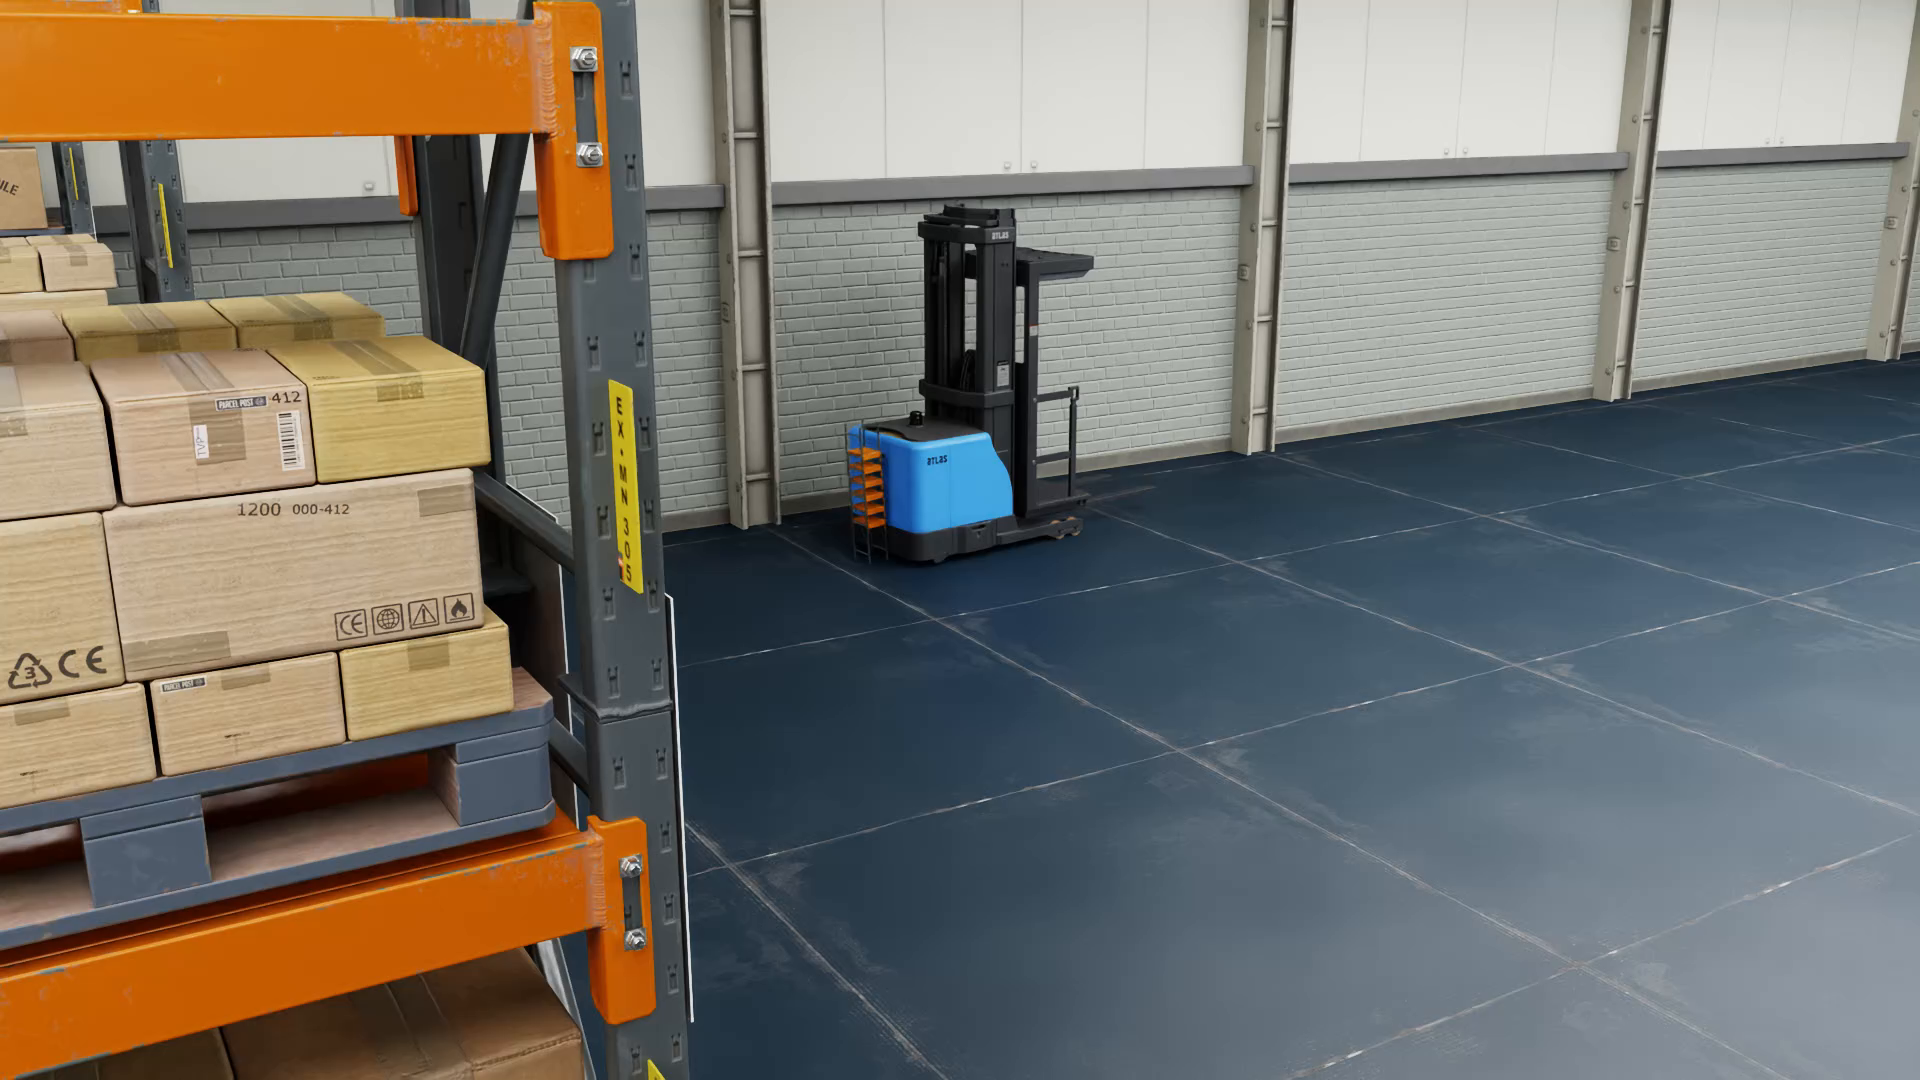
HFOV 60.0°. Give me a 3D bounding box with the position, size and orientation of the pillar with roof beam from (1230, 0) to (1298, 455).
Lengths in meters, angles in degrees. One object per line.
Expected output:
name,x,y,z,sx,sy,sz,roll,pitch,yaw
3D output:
pillar with roof beam,5.456,-4.330,13.683,0.400,9.000,9.100,-9,18,-30

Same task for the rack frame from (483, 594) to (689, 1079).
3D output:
rack frame,-0.791,1.622,3.566,0.127,3.000,1.000,-9,18,-30

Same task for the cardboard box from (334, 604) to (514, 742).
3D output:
cardboard box,-0.901,0.173,2.680,0.250,0.149,0.380,-9,18,-30

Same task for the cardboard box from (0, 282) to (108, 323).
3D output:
cardboard box,-3.726,-0.891,6.701,0.500,0.250,0.500,-9,18,-30

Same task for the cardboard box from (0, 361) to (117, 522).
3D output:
cardboard box,-1.339,-0.140,2.321,0.250,0.149,0.380,-9,18,-29

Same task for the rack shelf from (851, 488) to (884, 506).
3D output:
rack shelf,-0.793,-0.366,14.136,0.180,0.103,0.258,-17,22,-35

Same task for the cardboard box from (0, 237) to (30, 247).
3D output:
cardboard box,-4.044,-1.176,6.977,0.250,0.149,0.380,-9,18,-30

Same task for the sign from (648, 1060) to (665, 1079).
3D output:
sign,-0.523,1.078,2.923,0.005,0.325,0.100,-9,18,-30

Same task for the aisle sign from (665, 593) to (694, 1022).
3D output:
aisle sign,-0.575,0.430,3.003,0.004,0.787,0.394,-9,18,-30

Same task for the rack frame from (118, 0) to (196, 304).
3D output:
rack frame,-3.427,-2.398,6.792,0.127,3.000,1.000,-9,18,-30

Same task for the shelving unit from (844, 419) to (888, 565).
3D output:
shelving unit,-0.795,-0.408,14.122,0.189,1.200,0.258,-17,22,-35

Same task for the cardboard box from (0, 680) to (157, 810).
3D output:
cardboard box,-1.337,0.244,2.428,0.250,0.149,0.380,-9,18,-29

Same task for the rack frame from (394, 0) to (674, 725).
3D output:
rack frame,-0.791,-1.267,2.756,0.127,3.000,1.000,-9,18,-30

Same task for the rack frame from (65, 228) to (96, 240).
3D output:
rack frame,-5.986,-0.657,11.697,0.127,3.000,1.000,-9,18,-30

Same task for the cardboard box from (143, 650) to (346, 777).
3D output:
cardboard box,-1.118,0.208,2.556,0.250,0.149,0.380,-9,18,-29

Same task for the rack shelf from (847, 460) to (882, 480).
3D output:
rack shelf,-0.806,-0.594,14.062,0.180,0.103,0.258,-17,22,-35

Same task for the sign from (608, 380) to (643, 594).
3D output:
sign,-0.523,-0.083,2.598,0.005,0.325,0.100,-9,18,-30

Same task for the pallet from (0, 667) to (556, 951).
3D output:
pallet,-1.421,0.326,2.797,1.213,0.211,1.003,-9,18,-30

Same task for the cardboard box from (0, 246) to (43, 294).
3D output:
cardboard box,-3.805,-1.074,6.616,0.250,0.149,0.380,-9,18,-29

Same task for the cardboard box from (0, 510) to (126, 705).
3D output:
cardboard box,-1.496,0.058,2.350,0.500,0.250,0.500,-9,18,-30

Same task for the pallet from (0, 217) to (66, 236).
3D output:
pallet,-6.606,-1.967,10.975,1.213,0.211,1.003,-9,18,-30

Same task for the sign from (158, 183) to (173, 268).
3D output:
sign,-3.158,-1.249,6.609,0.005,0.325,0.100,-9,18,-30

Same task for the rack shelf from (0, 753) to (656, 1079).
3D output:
rack shelf,-2.505,0.802,2.267,4.000,0.370,1.077,-9,18,-30

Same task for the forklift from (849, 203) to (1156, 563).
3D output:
forklift,0.490,-1.518,14.894,3.031,2.935,1.130,-12,20,-37

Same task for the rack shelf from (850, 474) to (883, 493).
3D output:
rack shelf,-0.800,-0.480,14.099,0.180,0.103,0.258,-17,22,-35

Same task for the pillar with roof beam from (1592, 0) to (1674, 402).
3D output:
pillar with roof beam,10.599,-5.164,16.658,0.400,9.000,9.100,-9,18,-30

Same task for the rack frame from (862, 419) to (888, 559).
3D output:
rack frame,-0.724,-0.429,14.175,0.006,1.200,0.240,-17,22,-35

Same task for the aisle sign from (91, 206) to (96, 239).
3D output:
aisle sign,-5.779,-1.850,11.136,0.004,0.787,0.394,-9,18,-30

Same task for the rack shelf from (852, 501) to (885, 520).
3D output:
rack shelf,-0.787,-0.252,14.173,0.180,0.103,0.258,-17,22,-35

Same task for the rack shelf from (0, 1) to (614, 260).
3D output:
rack shelf,-2.505,-0.450,1.916,4.000,0.370,1.077,-9,18,-30

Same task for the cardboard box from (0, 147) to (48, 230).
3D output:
cardboard box,-6.240,-2.282,10.788,0.500,0.500,0.500,-9,18,-28

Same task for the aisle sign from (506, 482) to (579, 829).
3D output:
aisle sign,-0.884,0.291,3.498,0.004,0.787,0.394,-9,18,-30

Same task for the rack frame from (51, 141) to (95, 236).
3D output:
rack frame,-5.986,-3.546,10.887,0.127,3.000,1.000,-9,18,-30

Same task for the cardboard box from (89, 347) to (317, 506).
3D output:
cardboard box,-1.119,-0.176,2.448,0.250,0.149,0.380,-9,18,-29

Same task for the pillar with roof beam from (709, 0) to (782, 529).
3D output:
pillar with roof beam,0.313,-3.496,10.708,0.400,9.000,9.100,-9,18,-30

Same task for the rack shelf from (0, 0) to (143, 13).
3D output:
rack shelf,-5.141,-1.772,5.898,4.000,0.370,1.077,-9,18,-30

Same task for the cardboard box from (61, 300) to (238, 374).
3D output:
cardboard box,-1.456,-0.328,2.991,0.250,0.149,0.380,-9,18,-29

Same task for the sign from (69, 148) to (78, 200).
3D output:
sign,-5.719,-2.362,10.728,0.005,0.325,0.100,-9,18,-30

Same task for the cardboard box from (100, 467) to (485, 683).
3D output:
cardboard box,-1.066,-0.011,2.598,0.500,0.250,0.500,-9,18,-29

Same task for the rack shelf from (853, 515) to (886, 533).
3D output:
rack shelf,-0.780,-0.138,14.211,0.180,0.103,0.258,-17,22,-35

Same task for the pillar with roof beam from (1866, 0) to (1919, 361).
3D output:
pillar with roof beam,15.742,-5.998,19.634,0.400,9.000,9.100,-9,18,-30

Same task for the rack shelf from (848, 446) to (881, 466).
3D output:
rack shelf,-0.813,-0.708,14.025,0.180,0.103,0.258,-17,22,-35

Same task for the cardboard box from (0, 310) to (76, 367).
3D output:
cardboard box,-1.675,-0.293,2.864,0.250,0.149,0.380,-9,18,-30

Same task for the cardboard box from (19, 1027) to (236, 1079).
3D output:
cardboard box,-1.553,1.170,2.899,0.550,0.550,0.875,-9,18,-30

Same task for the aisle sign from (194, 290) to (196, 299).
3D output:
aisle sign,-3.224,-0.702,7.042,0.004,0.787,0.394,-9,18,-30

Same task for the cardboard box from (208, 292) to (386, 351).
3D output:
cardboard box,-1.241,-0.363,3.115,0.250,0.149,0.380,-9,18,-29

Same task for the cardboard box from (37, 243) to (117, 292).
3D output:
cardboard box,-3.564,-1.101,6.712,0.250,0.149,0.380,-9,18,-29

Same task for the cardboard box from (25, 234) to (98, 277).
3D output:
cardboard box,-3.836,-1.214,7.115,0.250,0.149,0.380,-9,18,-30

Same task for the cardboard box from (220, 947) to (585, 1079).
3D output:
cardboard box,-1.129,1.072,3.248,0.550,0.550,0.875,-9,18,-30

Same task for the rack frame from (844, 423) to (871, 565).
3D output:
rack frame,-0.867,-0.387,14.070,0.006,1.200,0.240,-17,22,-35

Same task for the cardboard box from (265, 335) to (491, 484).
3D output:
cardboard box,-0.905,-0.210,2.570,0.250,0.149,0.380,-9,18,-29
